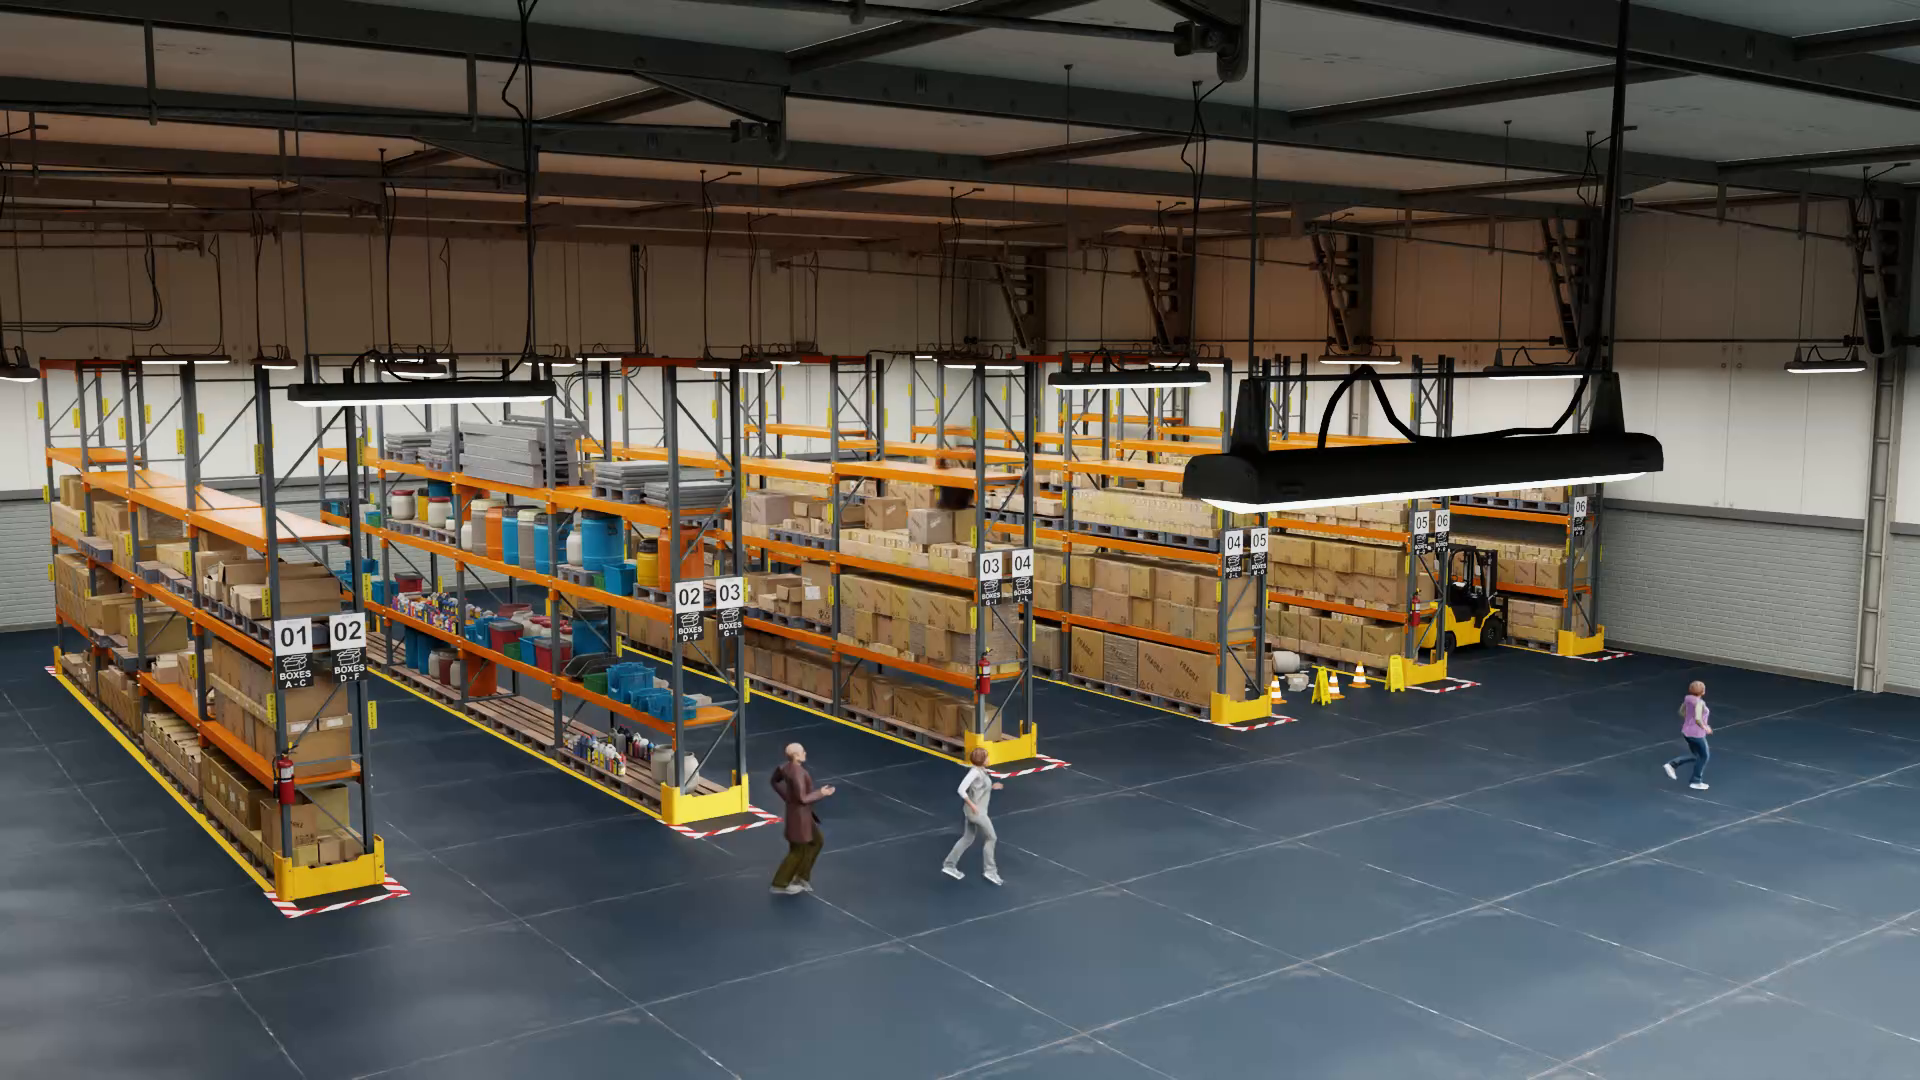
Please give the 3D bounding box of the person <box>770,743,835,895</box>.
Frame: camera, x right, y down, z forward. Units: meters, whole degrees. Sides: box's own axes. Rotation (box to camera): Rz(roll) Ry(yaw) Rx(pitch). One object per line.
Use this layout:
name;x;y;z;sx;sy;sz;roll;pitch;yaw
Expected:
person;-1.794;3.213;18.954;0.726;1.772;0.688;-1;7;-12

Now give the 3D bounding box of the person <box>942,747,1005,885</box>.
person;0.153;3.232;19.415;0.733;1.619;0.512;-1;7;-7

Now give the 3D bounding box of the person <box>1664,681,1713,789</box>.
person;10.296;2.757;23.430;0.637;1.555;0.555;0;7;-2

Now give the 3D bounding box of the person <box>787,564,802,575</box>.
person;-4.037;0.499;41.717;0.676;1.725;0.715;3;8;24
